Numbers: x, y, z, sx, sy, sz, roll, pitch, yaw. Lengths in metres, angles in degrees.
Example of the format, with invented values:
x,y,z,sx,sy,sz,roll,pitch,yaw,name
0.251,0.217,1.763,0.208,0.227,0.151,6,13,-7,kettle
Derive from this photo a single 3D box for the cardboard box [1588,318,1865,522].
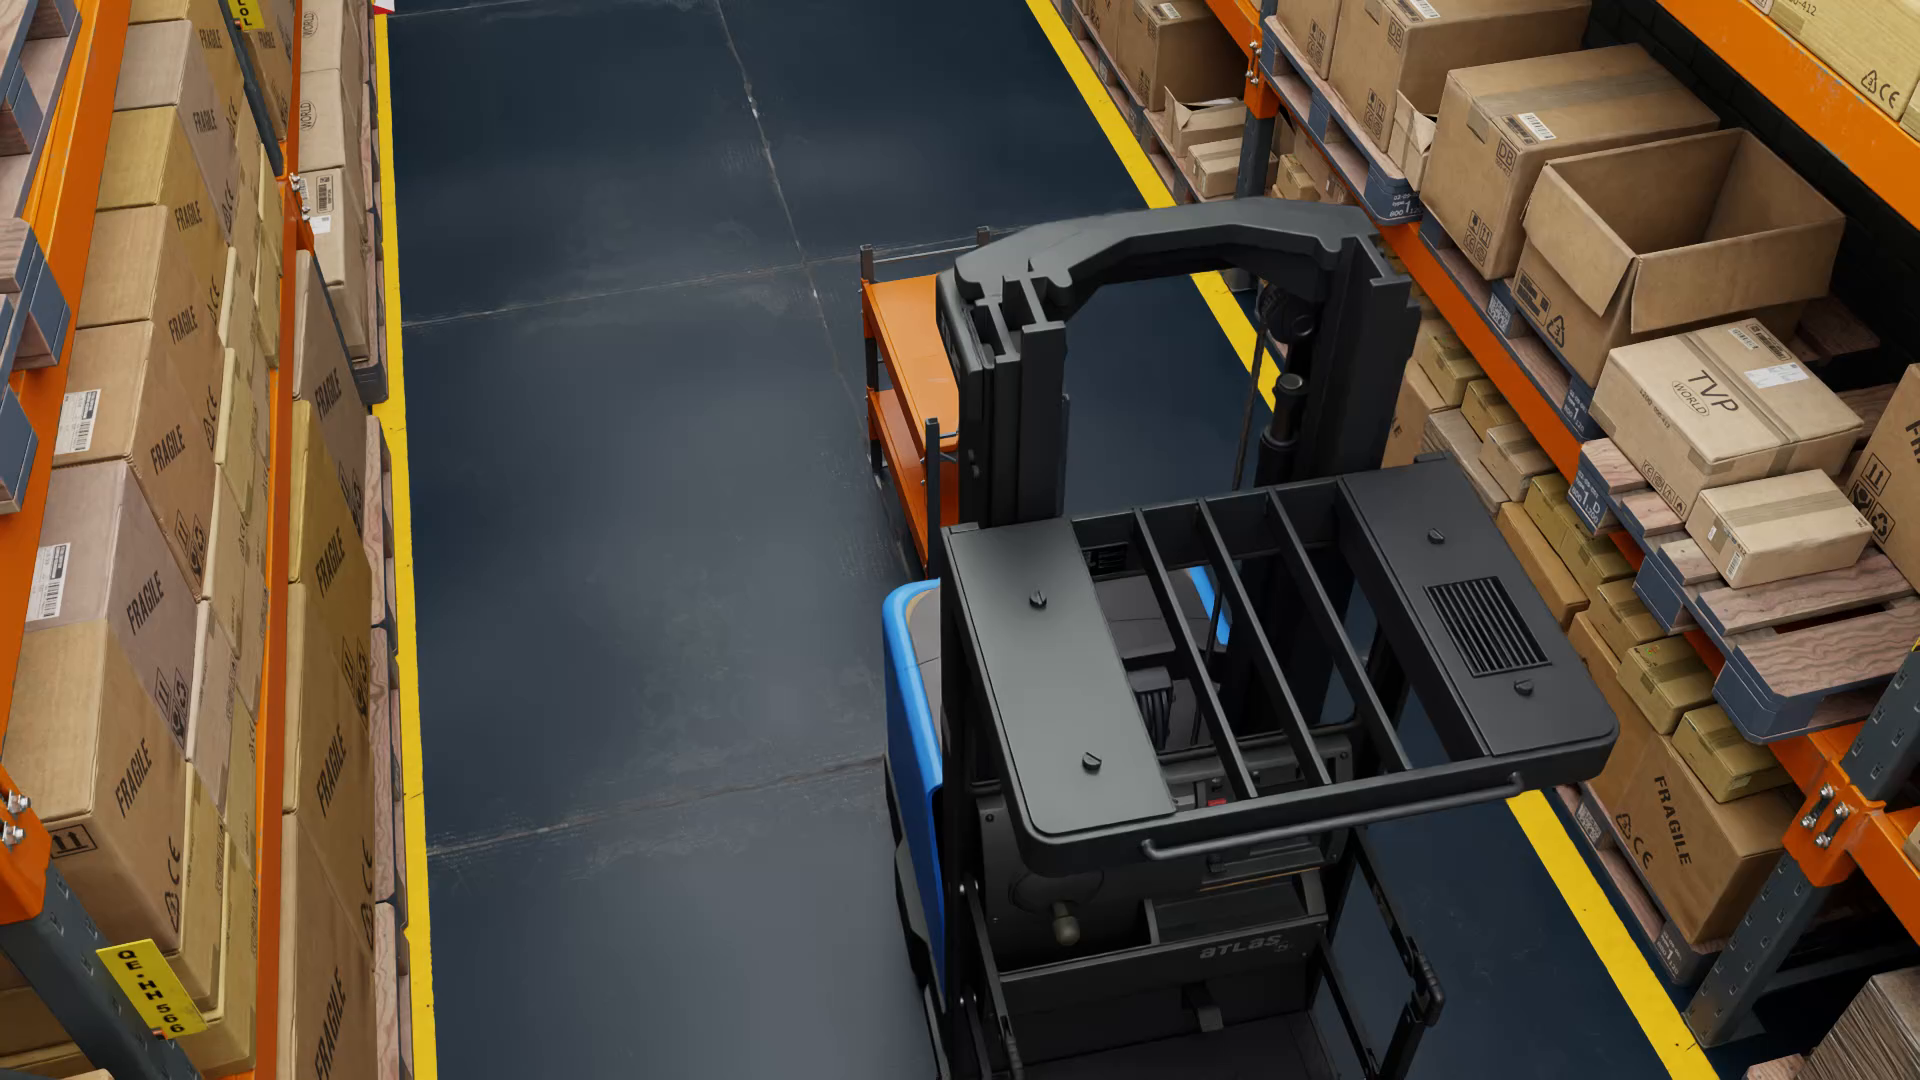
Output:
x,y,z,sx,sy,sz,roll,pitch,yaw,name
2.200,-0.355,4.808,0.500,0.250,0.500,-13,47,-12,cardboard box

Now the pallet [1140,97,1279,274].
x,y,z,sx,sy,sz,roll,pitch,yaw,name
1.584,-1.851,8.416,1.003,0.211,1.213,-11,47,-10,pallet

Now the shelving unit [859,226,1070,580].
x,y,z,sx,sy,sz,roll,pitch,yaw,name
-0.002,-0.398,6.353,0.538,1.125,1.048,-11,47,-10,shelving unit

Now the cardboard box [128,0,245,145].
x,y,z,sx,sy,sz,roll,pitch,yaw,name
-2.681,-1.565,5.413,0.500,0.500,0.500,-9,46,-9,cardboard box

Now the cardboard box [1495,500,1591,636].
x,y,z,sx,sy,sz,roll,pitch,yaw,name
2.212,0.176,5.933,0.500,0.500,0.500,-9,46,-9,cardboard box

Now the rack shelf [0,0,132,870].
x,y,z,sx,sy,sz,roll,pitch,yaw,name
-2.526,-0.860,3.896,1.077,0.370,4.000,-11,47,-10,rack shelf

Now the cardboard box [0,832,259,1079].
x,y,z,sx,sy,sz,roll,pitch,yaw,name
-1.896,0.988,3.787,0.500,0.250,0.500,-11,47,-11,cardboard box

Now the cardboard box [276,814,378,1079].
x,y,z,sx,sy,sz,roll,pitch,yaw,name
-2.111,1.424,4.448,0.875,0.875,0.875,-11,47,-11,cardboard box

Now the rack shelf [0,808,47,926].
x,y,z,sx,sy,sz,roll,pitch,yaw,name
-1.502,1.902,1.189,1.077,0.370,4.000,-11,47,-10,rack shelf

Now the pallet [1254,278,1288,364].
x,y,z,sx,sy,sz,roll,pitch,yaw,name
2.004,-0.822,7.408,1.003,0.211,1.213,-11,47,-10,pallet

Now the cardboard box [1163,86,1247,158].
x,y,z,sx,sy,sz,roll,pitch,yaw,name
1.241,-2.120,8.348,0.396,0.266,0.258,-9,46,-9,cardboard box

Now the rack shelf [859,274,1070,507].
x,y,z,sx,sy,sz,roll,pitch,yaw,name
-0.002,-0.603,6.144,0.538,0.278,1.000,-11,47,-10,rack shelf

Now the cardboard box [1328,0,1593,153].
x,y,z,sx,sy,sz,roll,pitch,yaw,name
1.799,-1.802,6.052,0.700,0.500,0.500,-10,46,-10,cardboard box

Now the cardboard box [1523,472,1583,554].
x,y,z,sx,sy,sz,roll,pitch,yaw,name
2.199,-0.120,5.769,0.380,0.149,0.250,-11,47,-11,cardboard box

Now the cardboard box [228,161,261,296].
x,y,z,sx,sy,sz,roll,pitch,yaw,name
-2.555,-0.961,5.347,0.500,0.250,0.500,-10,46,-9,cardboard box

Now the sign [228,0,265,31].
x,y,z,sx,sy,sz,roll,pitch,yaw,name
-2.516,-1.926,5.782,0.100,0.325,0.005,-11,47,-10,sign

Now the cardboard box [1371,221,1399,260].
x,y,z,sx,sy,sz,roll,pitch,yaw,name
1.816,-1.203,6.831,0.380,0.149,0.250,-13,47,-12,cardboard box

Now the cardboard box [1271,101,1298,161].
x,y,z,sx,sy,sz,roll,pitch,yaw,name
1.818,-2.058,8.255,0.500,0.311,0.500,-9,46,-9,cardboard box

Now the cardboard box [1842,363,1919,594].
x,y,z,sx,sy,sz,roll,pitch,yaw,name
2.802,-0.157,4.439,0.500,0.500,0.500,-9,46,-8,cardboard box

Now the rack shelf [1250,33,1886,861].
x,y,z,sx,sy,sz,roll,pitch,yaw,name
2.271,-0.720,5.859,1.077,0.370,4.000,-11,47,-10,rack shelf

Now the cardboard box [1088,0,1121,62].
x,y,z,sx,sy,sz,roll,pitch,yaw,name
1.020,-2.966,9.013,0.500,0.500,0.500,-10,46,-10,cardboard box

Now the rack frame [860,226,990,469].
x,y,z,sx,sy,sz,roll,pitch,yaw,name
-0.132,-0.749,6.697,0.500,1.125,0.032,-11,47,-10,rack frame

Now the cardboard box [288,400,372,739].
x,y,z,sx,sy,sz,roll,pitch,yaw,name
-2.564,0.190,5.657,0.875,0.875,0.875,-9,46,-9,cardboard box

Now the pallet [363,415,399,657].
x,y,z,sx,sy,sz,roll,pitch,yaw,name
-2.768,0.052,6.551,1.003,0.211,1.213,-11,47,-10,pallet

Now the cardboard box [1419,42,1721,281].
x,y,z,sx,sy,sz,roll,pitch,yaw,name
2.000,-1.260,5.521,0.700,0.500,0.500,-11,47,-11,cardboard box

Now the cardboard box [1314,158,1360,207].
x,y,z,sx,sy,sz,roll,pitch,yaw,name
1.706,-1.489,6.903,0.380,0.149,0.250,-13,47,-12,cardboard box

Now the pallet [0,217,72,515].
x,y,z,sx,sy,sz,roll,pitch,yaw,name
-2.230,-0.099,2.779,1.213,0.211,1.003,-9,46,-8,pallet

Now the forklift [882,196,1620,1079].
x,y,z,sx,sy,sz,roll,pitch,yaw,name
0.552,0.827,3.888,1.130,2.935,3.031,-9,46,-8,forklift

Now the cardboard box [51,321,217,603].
x,y,z,sx,sy,sz,roll,pitch,yaw,name
-2.158,-0.152,4.028,0.500,0.500,0.500,-9,46,-9,cardboard box

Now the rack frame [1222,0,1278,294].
x,y,z,sx,sy,sz,roll,pitch,yaw,name
1.759,-2.353,6.955,1.000,3.000,0.127,-11,47,-10,rack frame

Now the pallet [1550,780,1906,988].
x,y,z,sx,sy,sz,roll,pitch,yaw,name
2.628,0.863,5.757,1.003,0.211,1.213,-11,47,-10,pallet

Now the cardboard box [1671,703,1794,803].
x,y,z,sx,sy,sz,roll,pitch,yaw,name
2.412,0.615,5.049,0.380,0.149,0.250,-13,47,-12,cardboard box

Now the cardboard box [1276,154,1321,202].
x,y,z,sx,sy,sz,roll,pitch,yaw,name
1.594,-1.555,7.176,0.380,0.149,0.250,-9,46,-8,cardboard box

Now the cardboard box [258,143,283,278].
x,y,z,sx,sy,sz,roll,pitch,yaw,name
-2.680,-1.126,5.859,0.500,0.250,0.500,-12,47,-11,cardboard box

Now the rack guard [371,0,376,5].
x,y,z,sx,sy,sz,roll,pitch,yaw,name
-4.068,-3.346,9.679,1.175,0.500,0.348,-11,47,-10,rack guard

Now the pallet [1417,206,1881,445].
x,y,z,sx,sy,sz,roll,pitch,yaw,name
2.281,-0.866,5.632,1.003,0.211,1.213,-11,47,-10,pallet

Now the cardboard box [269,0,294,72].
x,y,z,sx,sy,sz,roll,pitch,yaw,name
-3.030,-2.197,6.733,0.500,0.500,0.500,-10,47,-10,cardboard box

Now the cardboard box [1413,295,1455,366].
x,y,z,sx,sy,sz,roll,pitch,yaw,name
1.927,-0.837,6.472,0.380,0.149,0.250,-11,47,-10,cardboard box

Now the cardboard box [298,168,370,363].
x,y,z,sx,sy,sz,roll,pitch,yaw,name
-3.095,-1.146,7.273,0.875,0.438,0.875,-11,47,-11,cardboard box

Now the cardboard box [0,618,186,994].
x,y,z,sx,sy,sz,roll,pitch,yaw,name
-1.904,0.549,3.342,0.500,0.500,0.500,-12,47,-12,cardboard box

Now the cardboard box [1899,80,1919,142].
x,y,z,sx,sy,sz,roll,pitch,yaw,name
2.417,-0.898,3.535,0.500,0.250,0.500,-12,47,-12,cardboard box

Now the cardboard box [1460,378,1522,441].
x,y,z,sx,sy,sz,roll,pitch,yaw,name
2.086,-0.484,6.126,0.380,0.149,0.250,-11,47,-10,cardboard box

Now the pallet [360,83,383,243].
x,y,z,sx,sy,sz,roll,pitch,yaw,name
-3.473,-1.850,8.415,1.003,0.211,1.213,-11,47,-10,pallet

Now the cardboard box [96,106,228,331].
x,y,z,sx,sy,sz,roll,pitch,yaw,name
-2.431,-0.855,4.718,0.500,0.500,0.500,-9,46,-9,cardboard box

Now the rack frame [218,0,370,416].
x,y,z,sx,sy,sz,roll,pitch,yaw,name
-3.038,-1.442,6.063,1.000,3.000,0.127,-11,47,-10,rack frame

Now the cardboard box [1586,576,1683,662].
x,y,z,sx,sy,sz,roll,pitch,yaw,name
2.287,0.243,5.414,0.380,0.149,0.250,-12,47,-12,cardboard box

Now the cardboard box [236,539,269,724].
x,y,z,sx,sy,sz,roll,pitch,yaw,name
-2.174,0.273,4.487,0.500,0.250,0.500,-9,46,-9,cardboard box

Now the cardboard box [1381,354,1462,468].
x,y,z,sx,sy,sz,roll,pitch,yaw,name
1.935,-0.538,6.634,0.500,0.500,0.500,-12,47,-11,cardboard box

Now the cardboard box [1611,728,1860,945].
x,y,z,sx,sy,sz,roll,pitch,yaw,name
2.467,0.884,5.239,0.500,0.500,0.500,-9,46,-9,cardboard box

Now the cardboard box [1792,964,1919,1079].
x,y,z,sx,sy,sz,roll,pitch,yaw,name
2.929,1.526,4.523,0.875,0.625,0.625,-9,46,-9,cardboard box

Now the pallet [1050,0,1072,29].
x,y,z,sx,sy,sz,roll,pitch,yaw,name
0.959,-3.535,10.067,1.003,0.211,1.213,-11,47,-10,pallet

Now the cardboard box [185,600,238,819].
x,y,z,sx,sy,sz,roll,pitch,yaw,name
-2.037,0.445,3.969,0.500,0.250,0.500,-10,46,-9,cardboard box

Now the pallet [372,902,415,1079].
x,y,z,sx,sy,sz,roll,pitch,yaw,name
-2.143,1.737,4.900,1.003,0.211,1.213,-11,47,-10,pallet

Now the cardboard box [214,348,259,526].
x,y,z,sx,sy,sz,roll,pitch,yaw,name
-2.269,-0.254,4.654,0.500,0.250,0.500,-10,46,-10,cardboard box

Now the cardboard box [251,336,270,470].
x,y,z,sx,sy,sz,roll,pitch,yaw,name
-2.440,-0.423,5.169,0.500,0.250,0.500,-12,47,-11,cardboard box

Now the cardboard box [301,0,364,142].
x,y,z,sx,sy,sz,roll,pitch,yaw,name
-3.554,-2.387,8.489,0.875,0.438,0.875,-10,46,-9,cardboard box

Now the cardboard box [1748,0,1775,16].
x,y,z,sx,sy,sz,roll,pitch,yaw,name
2.159,-1.591,4.213,0.500,0.250,0.500,-11,47,-10,cardboard box
